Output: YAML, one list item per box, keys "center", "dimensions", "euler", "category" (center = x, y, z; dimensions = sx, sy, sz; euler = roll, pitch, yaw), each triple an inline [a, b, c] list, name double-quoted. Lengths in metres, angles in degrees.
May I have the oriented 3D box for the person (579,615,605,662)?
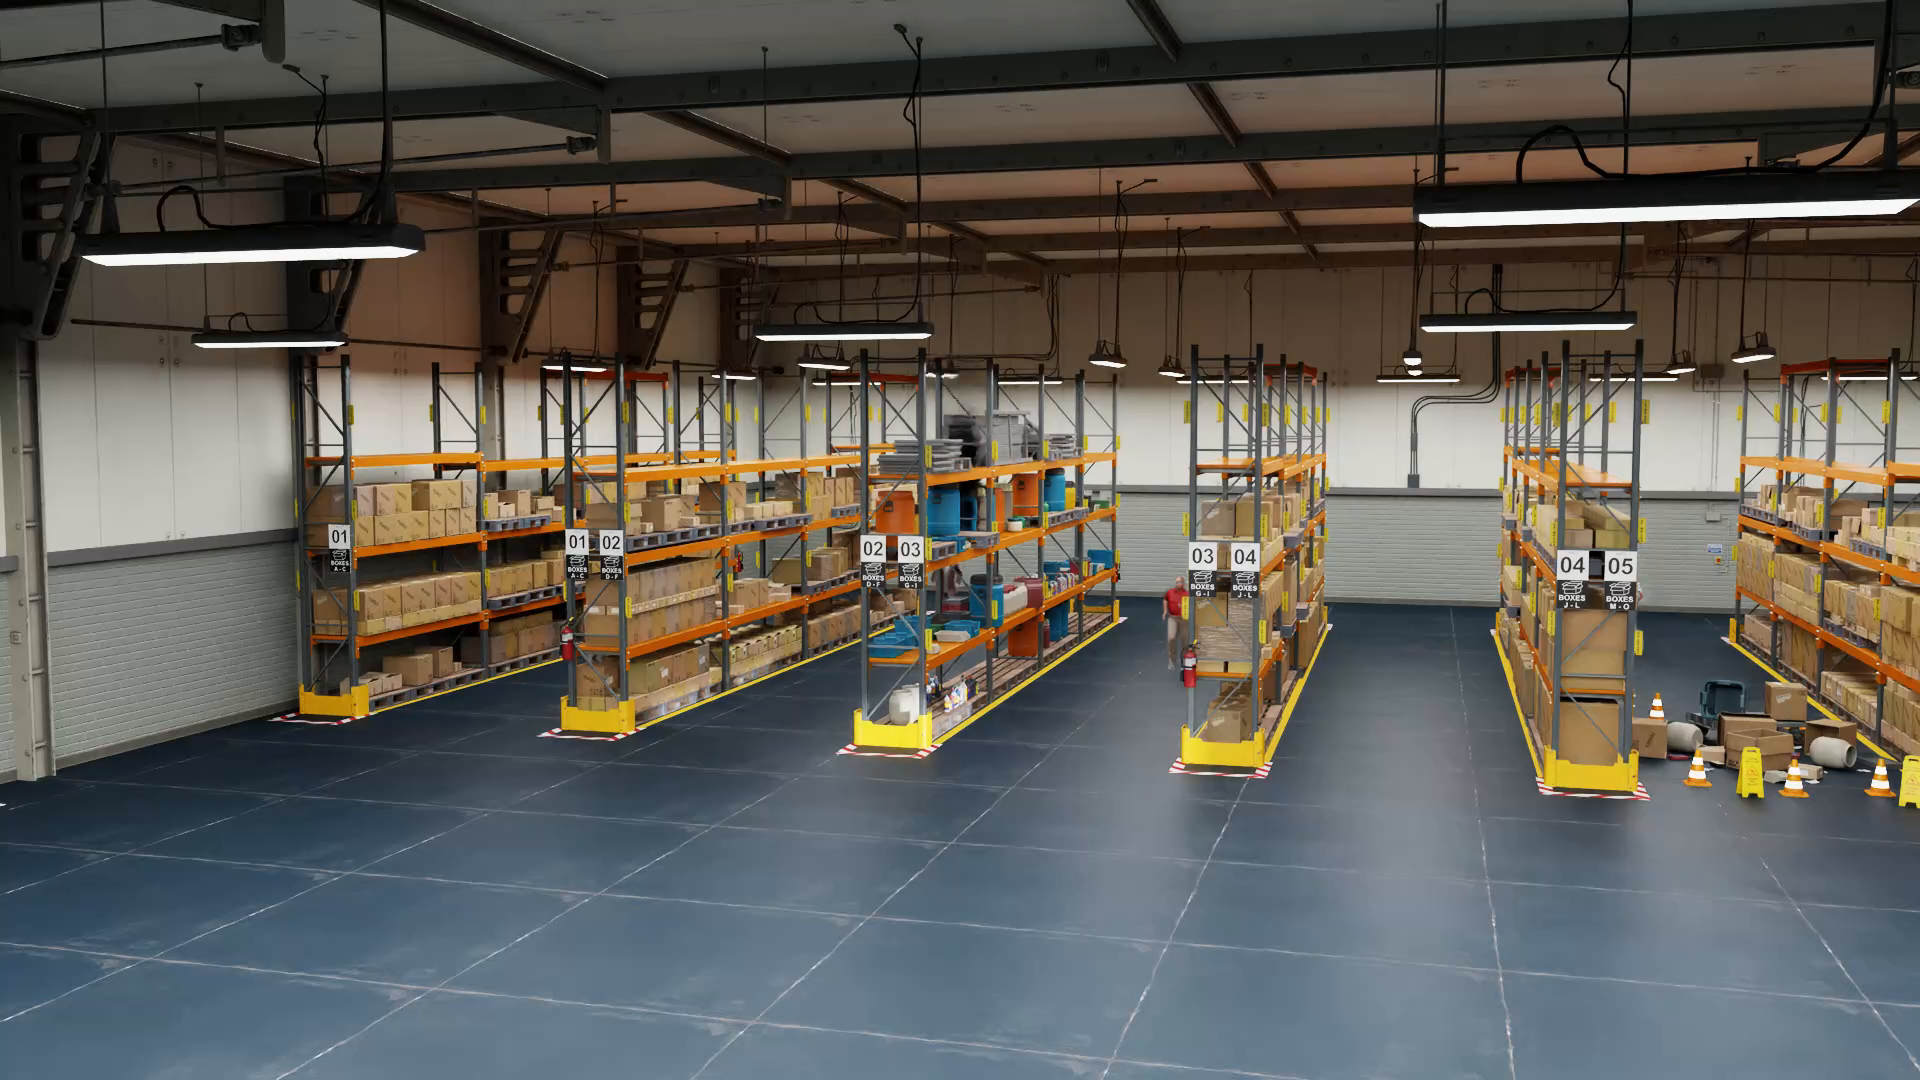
- center: [-6.614, 1.857, 30.219]
  dimensions: [0.701, 1.768, 0.826]
  euler: [1, 4, 8]
  category: "person"

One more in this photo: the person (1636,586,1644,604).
- center: [14.377, 1.501, 35.809]
  dimensions: [0.567, 1.667, 0.867]
  euler: [0, 4, -2]
  category: "person"

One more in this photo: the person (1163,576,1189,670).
- center: [4.146, 1.566, 31.447]
  dimensions: [0.657, 1.734, 0.938]
  euler: [1, 4, 14]
  category: "person"

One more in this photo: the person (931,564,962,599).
- center: [-0.324, 1.202, 38.714]
  dimensions: [0.711, 1.772, 1.057]
  euler: [0, 4, 6]
  category: "person"
